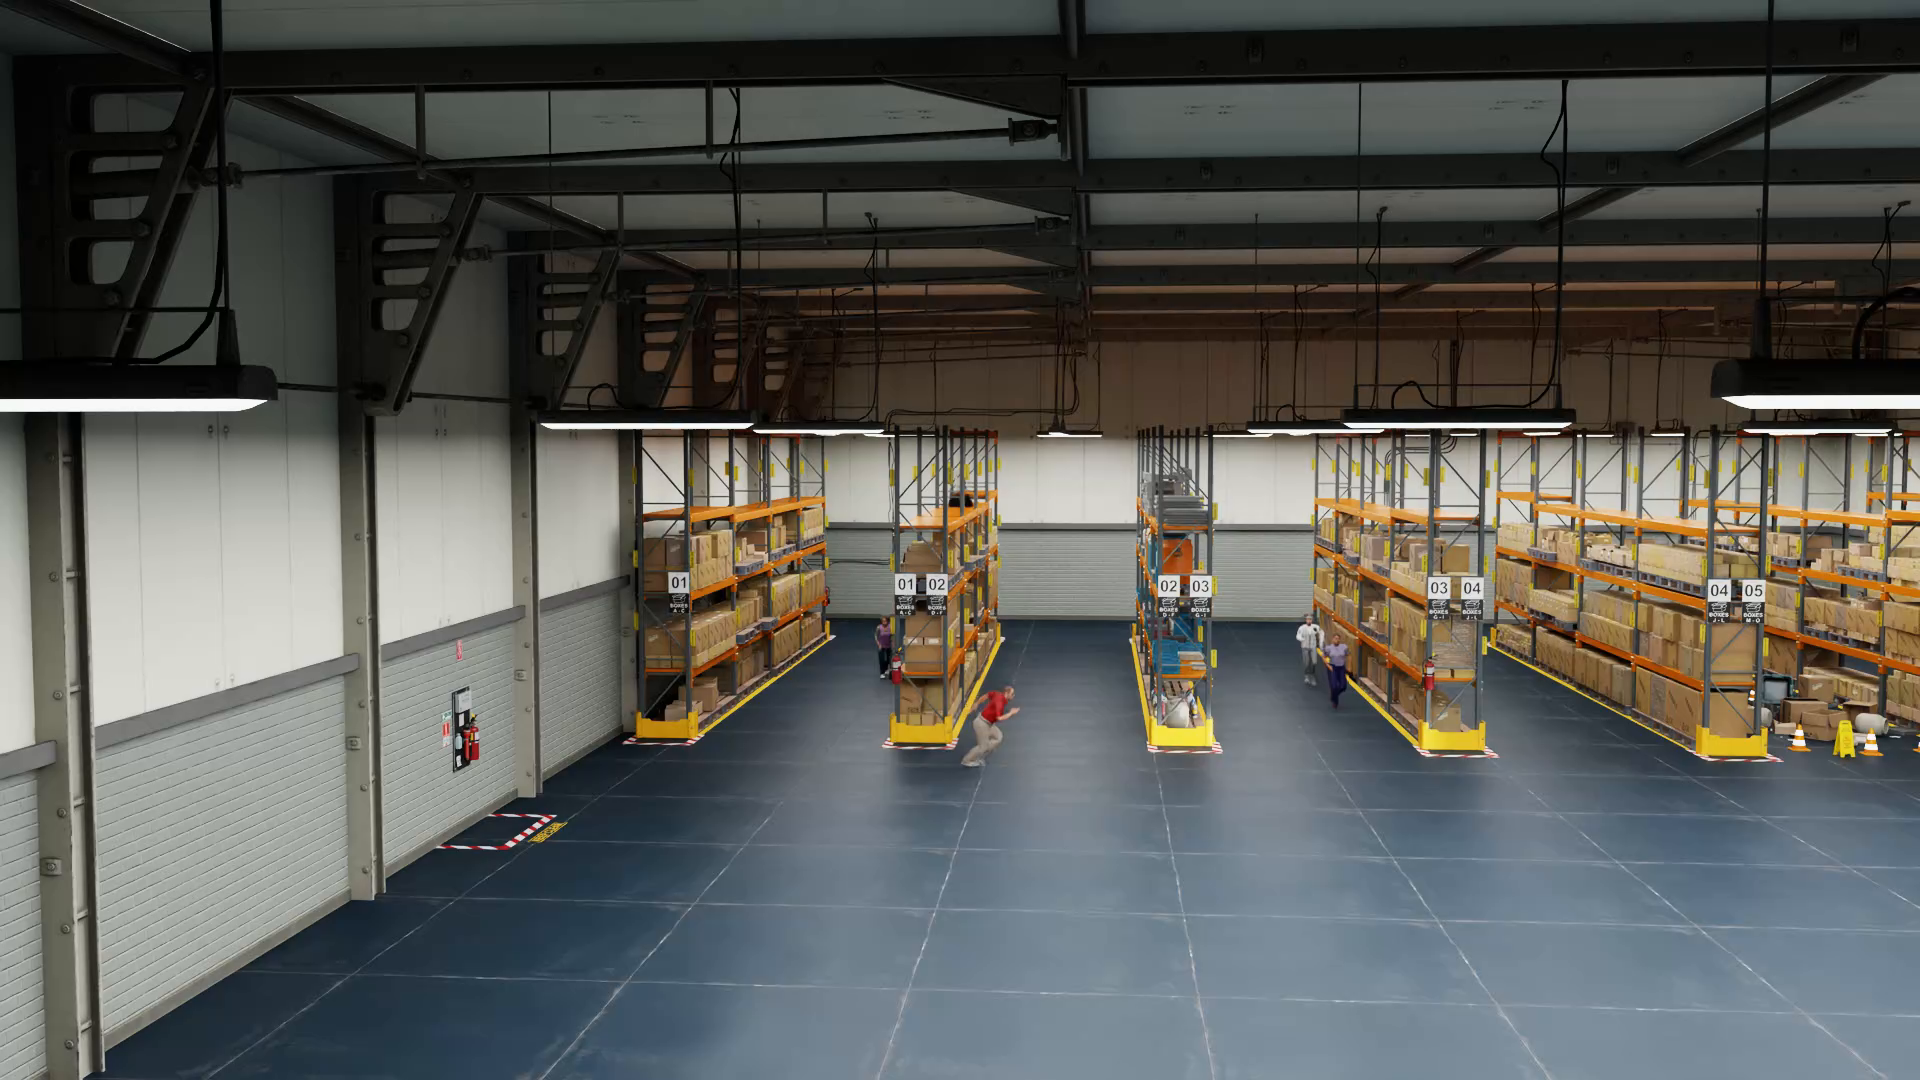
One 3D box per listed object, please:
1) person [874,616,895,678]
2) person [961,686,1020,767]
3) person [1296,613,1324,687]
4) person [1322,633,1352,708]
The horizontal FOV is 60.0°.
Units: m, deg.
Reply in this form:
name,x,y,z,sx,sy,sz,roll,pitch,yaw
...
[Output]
name,x,y,z,sx,sy,sz,roll,pitch,yaw
person,-1.836,2.557,39.959,0.514,1.518,0.693,-1,4,-18
person,0.530,3.254,28.958,1.044,1.473,0.646,1,3,9
person,8.154,2.553,38.736,0.639,1.721,0.762,1,3,11
person,8.063,2.798,35.603,0.637,1.591,0.528,0,3,0
